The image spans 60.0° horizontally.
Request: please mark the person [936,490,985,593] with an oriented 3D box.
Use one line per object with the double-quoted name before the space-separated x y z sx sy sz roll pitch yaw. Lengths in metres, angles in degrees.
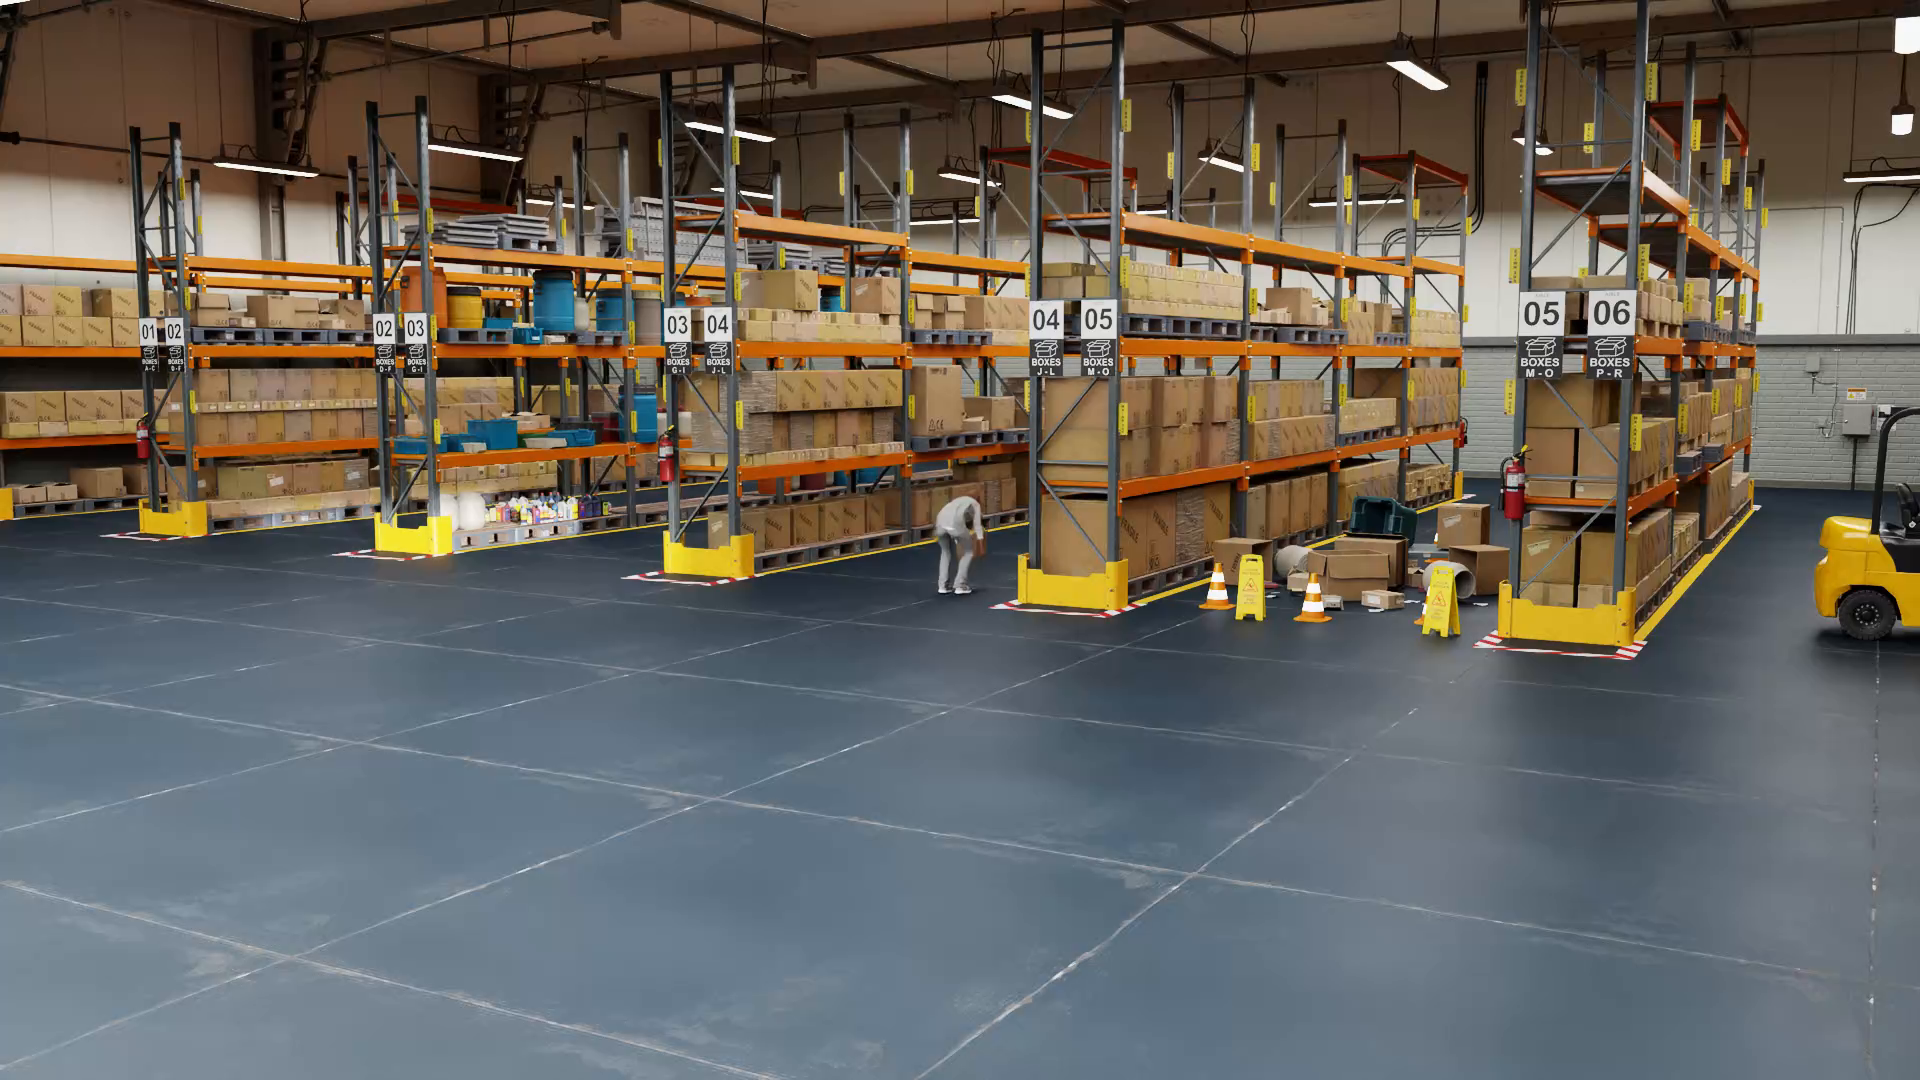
"person" 0.013 0.023 18.589 0.399 1.118 0.841 3 7 26
